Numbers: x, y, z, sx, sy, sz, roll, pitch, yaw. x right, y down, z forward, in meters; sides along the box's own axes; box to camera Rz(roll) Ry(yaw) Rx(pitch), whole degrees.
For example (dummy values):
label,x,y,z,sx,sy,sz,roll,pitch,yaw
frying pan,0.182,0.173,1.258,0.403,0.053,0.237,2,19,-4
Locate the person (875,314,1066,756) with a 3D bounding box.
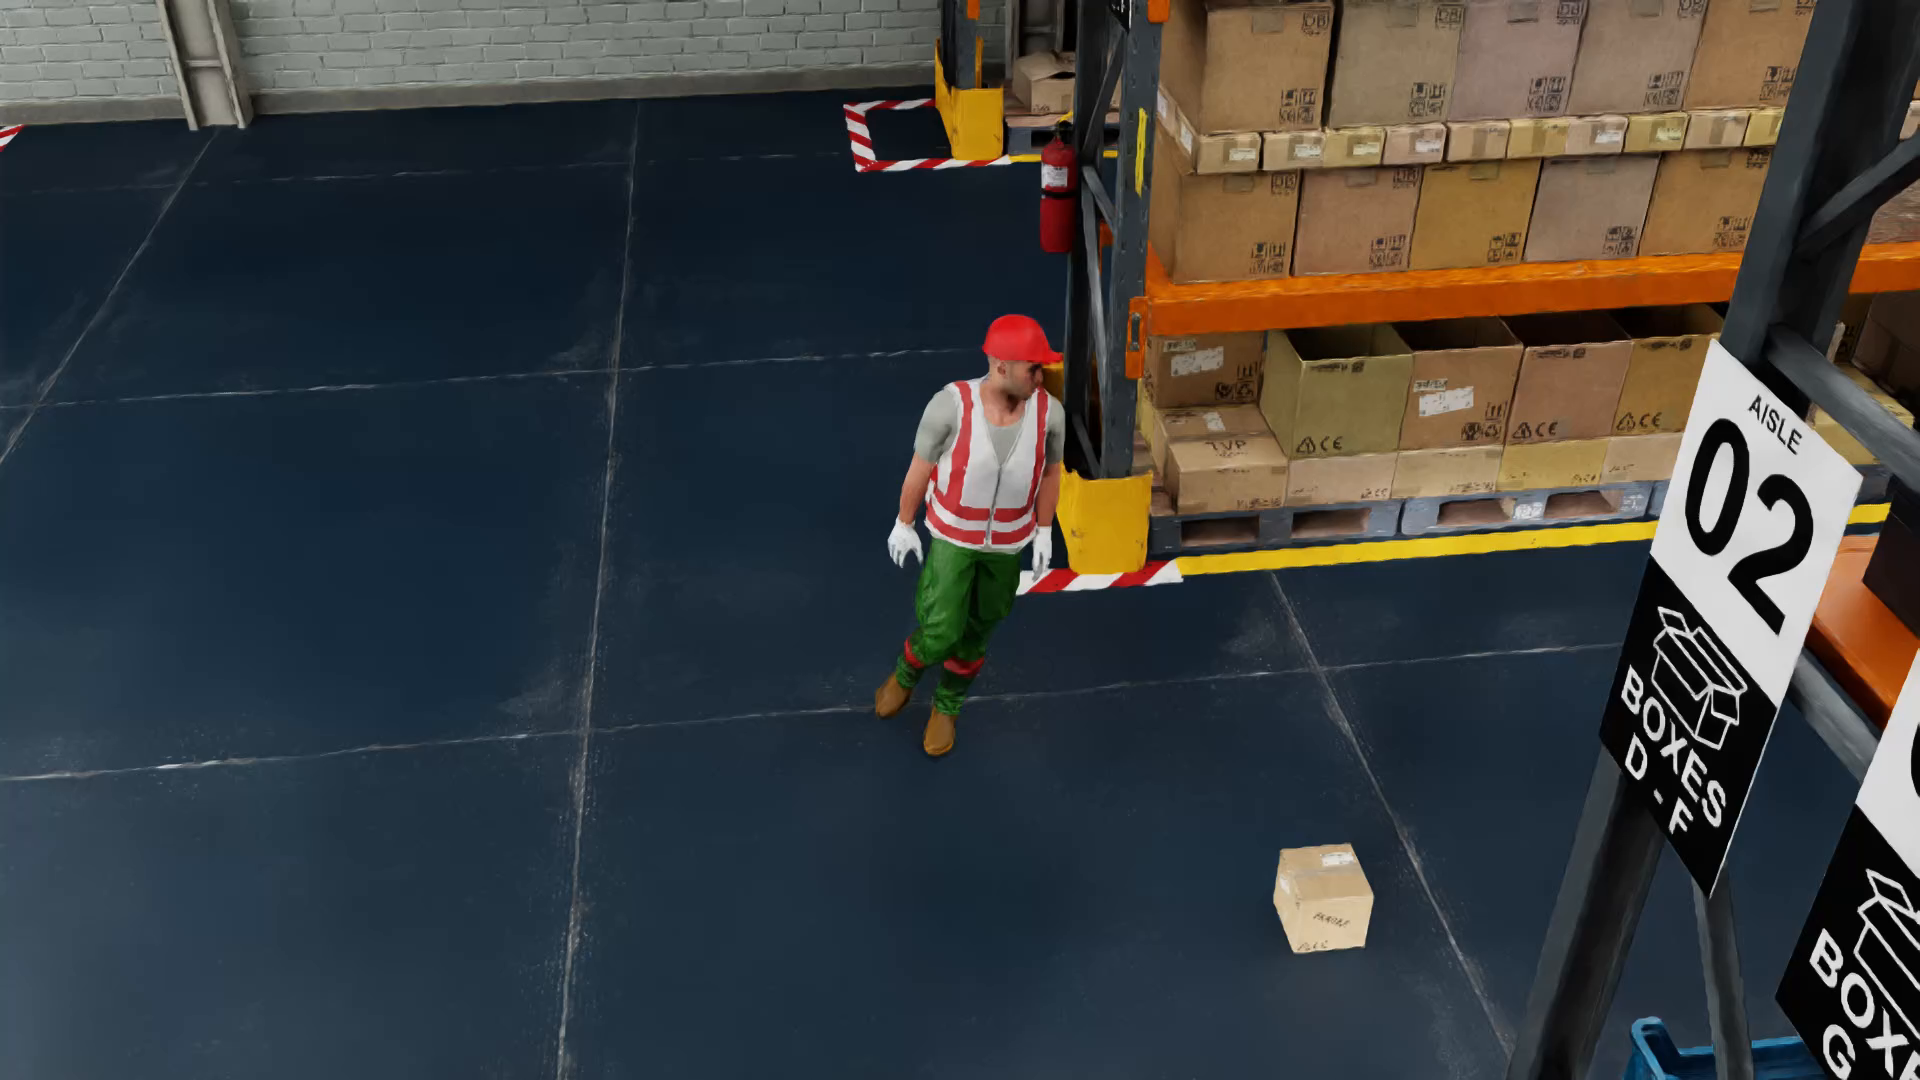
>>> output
label,x,y,z,sx,sy,sz,roll,pitch,yaw
person,0.038,0.022,6.074,0.728,1.774,0.453,-5,35,-8
